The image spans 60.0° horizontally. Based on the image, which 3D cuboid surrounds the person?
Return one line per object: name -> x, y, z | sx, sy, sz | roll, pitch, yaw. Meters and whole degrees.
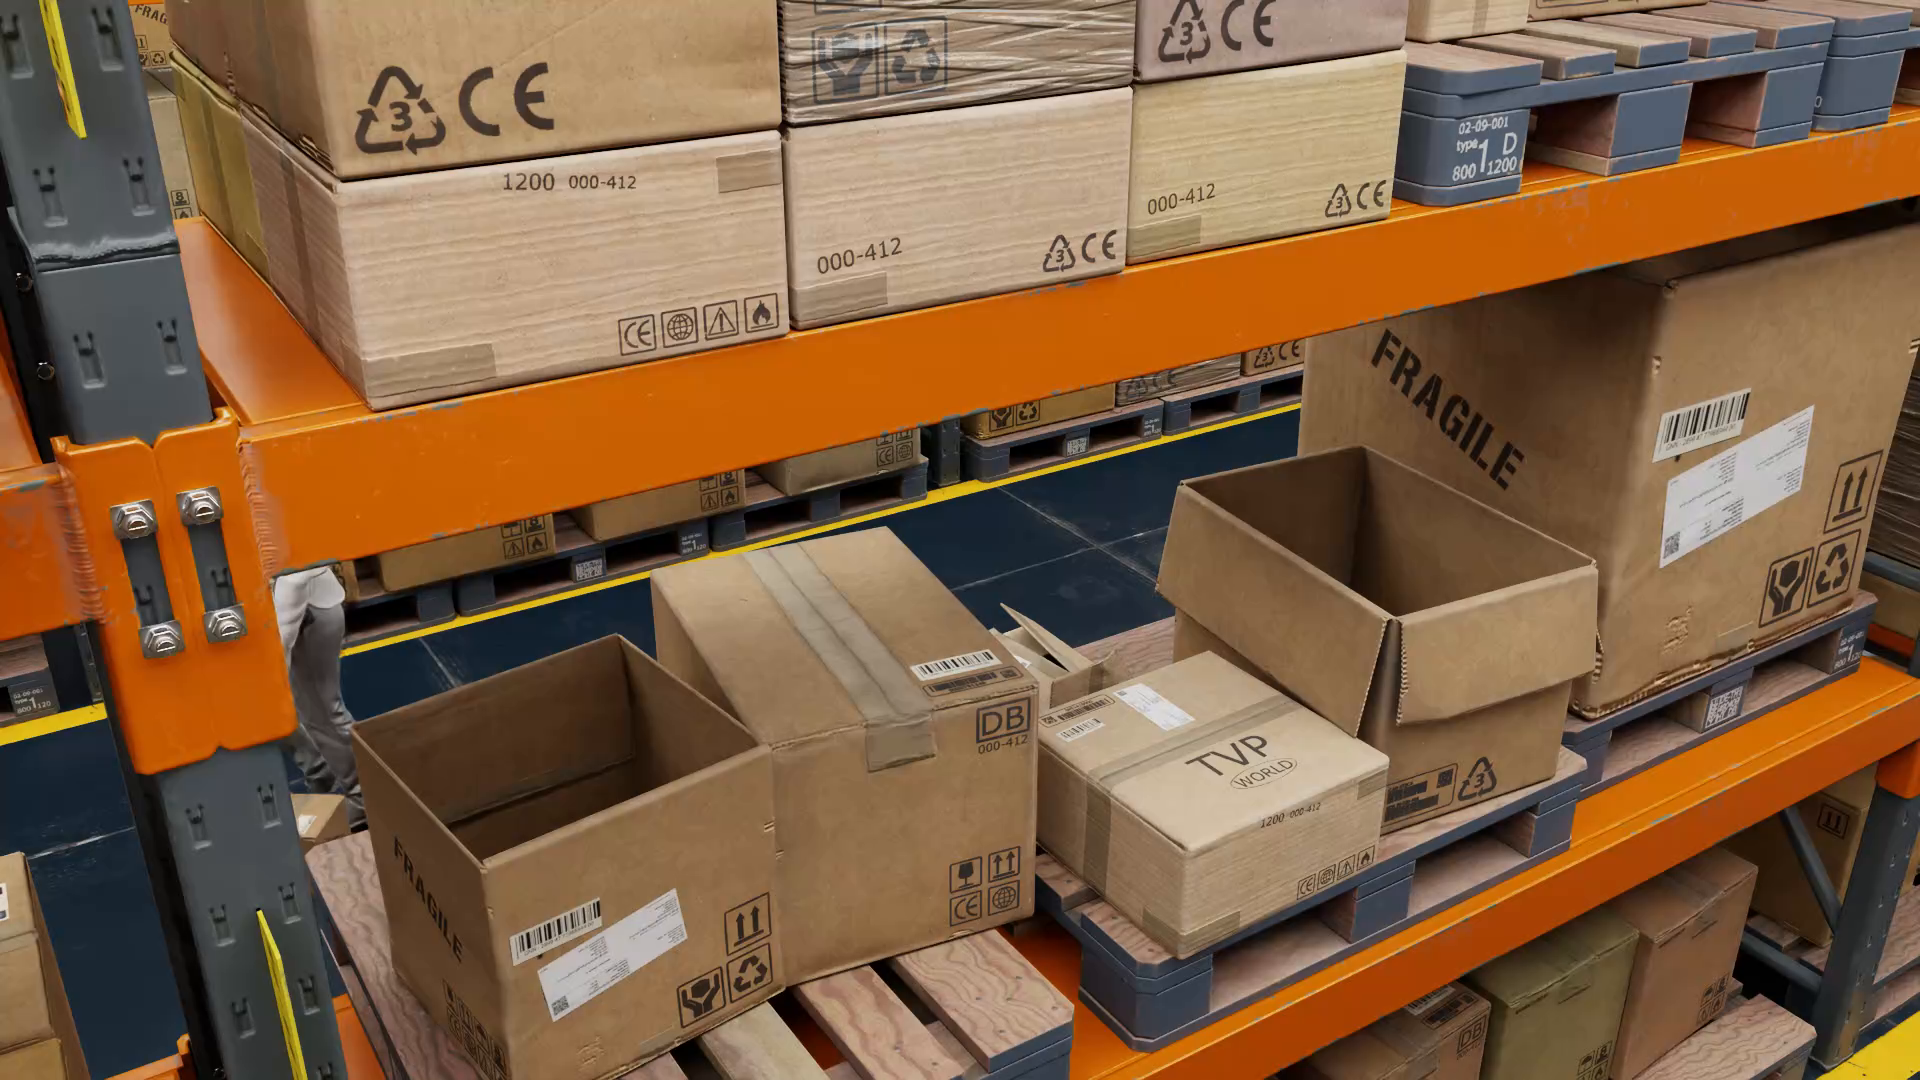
person -> -2.240, 0.264, 5.486 | 0.446, 1.716, 0.523 | -14, 29, -28
